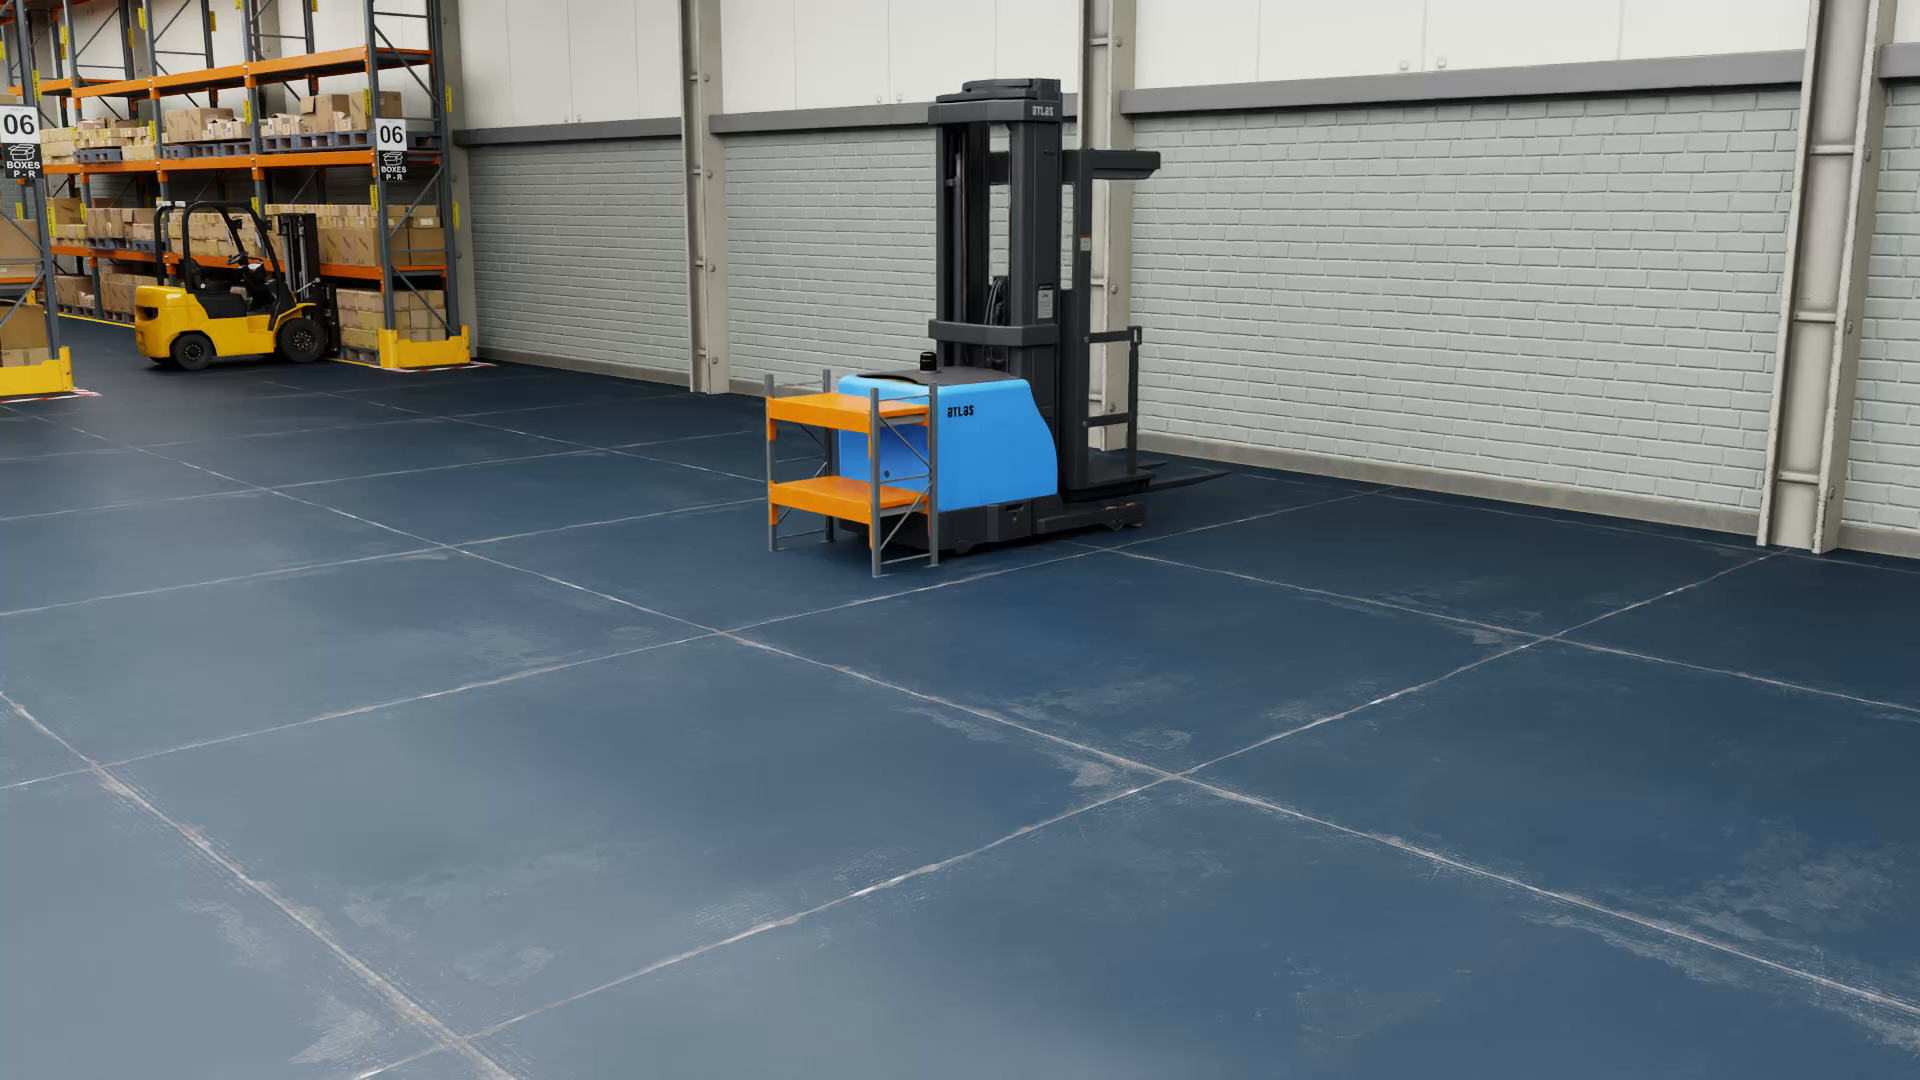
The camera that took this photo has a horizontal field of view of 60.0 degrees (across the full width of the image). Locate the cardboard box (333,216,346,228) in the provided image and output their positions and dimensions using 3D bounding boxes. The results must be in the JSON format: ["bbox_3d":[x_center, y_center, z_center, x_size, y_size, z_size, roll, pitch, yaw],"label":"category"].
[{"bbox_3d":[-8.354,-4.360,22.787,0.250,0.149,0.380,11,16,43],"label":"cardboard box"}]

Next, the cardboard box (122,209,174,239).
[{"bbox_3d":[-13.983,-5.469,28.725,0.637,0.503,0.797,11,16,44],"label":"cardboard box"}]

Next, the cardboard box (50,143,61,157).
[{"bbox_3d":[-16.711,-7.311,31.167,0.500,0.250,0.500,-10,16,-41],"label":"cardboard box"}]

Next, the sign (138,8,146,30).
[{"bbox_3d":[-13.108,-8.358,26.665,0.100,0.325,0.005,-11,16,-43],"label":"sign"}]

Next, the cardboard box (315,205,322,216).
[{"bbox_3d":[-8.822,-4.630,23.358,0.380,0.149,0.250,-11,16,-42],"label":"cardboard box"}]

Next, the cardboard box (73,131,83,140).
[{"bbox_3d":[-15.595,-7.226,29.712,0.380,0.149,0.250,-10,15,-41],"label":"cardboard box"}]

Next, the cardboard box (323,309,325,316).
[{"bbox_3d":[-8.813,-3.184,23.469,0.500,0.250,0.500,-11,16,-43],"label":"cardboard box"}]

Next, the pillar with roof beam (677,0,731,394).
[{"bbox_3d":[-5.996,-5.522,15.415,9.100,9.000,0.400,-11,16,-43],"label":"pillar with roof beam"}]

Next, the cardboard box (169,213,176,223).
[{"bbox_3d":[-12.715,-5.279,27.246,0.380,0.149,0.250,-10,15,-41],"label":"cardboard box"}]

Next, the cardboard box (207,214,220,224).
[{"bbox_3d":[-11.499,-5.012,25.950,0.250,0.149,0.380,11,16,44],"label":"cardboard box"}]

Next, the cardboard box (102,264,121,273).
[{"bbox_3d":[-15.385,-4.948,30.302,0.380,0.149,0.250,-11,16,-44],"label":"cardboard box"}]

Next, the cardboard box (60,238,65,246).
[{"bbox_3d":[-16.940,-5.700,31.766,0.380,0.149,0.250,-11,16,-43],"label":"cardboard box"}]

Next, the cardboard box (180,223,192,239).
[{"bbox_3d":[-12.247,-4.999,26.877,0.500,0.250,0.500,-10,15,-41],"label":"cardboard box"}]

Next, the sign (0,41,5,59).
[{"bbox_3d":[-18.639,-9.527,32.339,0.100,0.325,0.005,-11,16,-43],"label":"sign"}]

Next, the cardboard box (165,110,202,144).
[{"bbox_3d":[-12.398,-6.633,26.704,0.500,0.500,0.500,-11,16,-42],"label":"cardboard box"}]

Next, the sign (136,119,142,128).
[{"bbox_3d":[-15.085,-7.577,30.564,0.100,0.325,0.005,-11,16,-43],"label":"sign"}]

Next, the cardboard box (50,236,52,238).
[{"bbox_3d":[-17.427,-5.989,32.182,0.500,0.250,0.500,-11,16,-44],"label":"cardboard box"}]

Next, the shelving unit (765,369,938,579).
[{"bbox_3d":[-0.673,-0.435,10.237,0.538,1.125,1.048,-11,16,-42],"label":"shelving unit"}]

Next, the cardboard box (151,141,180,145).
[{"bbox_3d":[-13.141,-6.609,27.508,0.380,0.149,0.250,-10,16,-41],"label":"cardboard box"}]

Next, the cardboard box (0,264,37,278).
[{"bbox_3d":[-10.869,-3.096,19.126,0.380,0.149,0.250,-11,16,-42],"label":"cardboard box"}]

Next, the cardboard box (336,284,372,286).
[{"bbox_3d":[-8.779,-3.573,24.114,0.500,0.250,0.500,-11,16,-42],"label":"cardboard box"}]

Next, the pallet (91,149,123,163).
[{"bbox_3d":[-14.366,-6.705,29.055,1.213,0.211,1.003,-11,16,-43],"label":"pallet"}]

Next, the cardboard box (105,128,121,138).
[{"bbox_3d":[-14.489,-7.009,28.661,0.380,0.149,0.250,-11,16,-42],"label":"cardboard box"}]

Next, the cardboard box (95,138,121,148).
[{"bbox_3d":[-14.858,-6.937,29.048,0.380,0.149,0.250,-11,16,-43],"label":"cardboard box"}]

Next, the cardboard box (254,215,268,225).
[{"bbox_3d":[-10.356,-4.802,24.930,0.380,0.149,0.250,-10,15,-41],"label":"cardboard box"}]

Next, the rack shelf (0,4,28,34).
[{"bbox_3d":[-12.166,-6.016,19.604,1.077,0.370,4.000,-11,16,-43],"label":"rack shelf"}]

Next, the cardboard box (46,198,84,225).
[{"bbox_3d":[-17.092,-6.284,31.757,0.500,0.500,0.500,-10,16,-41],"label":"cardboard box"}]

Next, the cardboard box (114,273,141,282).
[{"bbox_3d":[-14.996,-4.728,29.973,0.250,0.149,0.380,11,16,42],"label":"cardboard box"}]

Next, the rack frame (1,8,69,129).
[{"bbox_3d":[-18.247,-9.106,32.809,1.000,3.000,0.127,-11,16,-43],"label":"rack frame"}]

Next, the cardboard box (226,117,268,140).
[{"bbox_3d":[-10.636,-6.168,24.915,0.500,0.311,0.500,11,16,43],"label":"cardboard box"}]

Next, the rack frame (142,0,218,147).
[{"bbox_3d":[-12.722,-7.938,27.142,1.000,3.000,0.127,-11,16,-43],"label":"rack frame"}]

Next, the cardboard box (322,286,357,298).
[{"bbox_3d":[-8.798,-3.426,23.402,0.500,0.250,0.500,-11,16,-44],"label":"cardboard box"}]

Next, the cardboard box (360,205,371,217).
[{"bbox_3d":[-7.790,-4.399,22.239,0.380,0.149,0.250,-11,16,-42],"label":"cardboard box"}]

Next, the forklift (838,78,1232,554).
[{"bbox_3d":[0.642,-1.570,11.268,3.031,2.935,1.130,-10,15,-40],"label":"forklift"}]

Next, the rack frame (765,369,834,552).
[{"bbox_3d":[-1.020,-0.510,10.601,0.500,1.125,0.032,-11,16,-42],"label":"rack frame"}]

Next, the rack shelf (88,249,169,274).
[{"bbox_3d":[-14.103,-4.940,29.236,1.077,0.370,4.000,-11,16,-43],"label":"rack shelf"}]

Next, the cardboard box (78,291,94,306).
[{"bbox_3d":[-16.328,-4.543,31.263,0.396,0.266,0.258,-10,15,-41],"label":"cardboard box"}]

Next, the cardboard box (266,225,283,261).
[{"bbox_3d":[-9.842,-4.364,24.412,0.500,0.500,0.500,11,16,44],"label":"cardboard box"}]

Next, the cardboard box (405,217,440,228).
[{"bbox_3d":[-7.244,-4.285,22.420,0.250,0.149,0.380,11,16,44],"label":"cardboard box"}]

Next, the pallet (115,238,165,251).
[{"bbox_3d":[-14.068,-5.189,29.141,1.003,0.211,1.213,-11,16,-43],"label":"pallet"}]

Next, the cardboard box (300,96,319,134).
[{"bbox_3d":[-8.691,-5.892,23.097,0.797,0.503,0.637,-10,15,-41],"label":"cardboard box"}]

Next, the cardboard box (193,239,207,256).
[{"bbox_3d":[-11.888,-4.679,26.563,0.500,0.250,0.500,11,16,43],"label":"cardboard box"}]

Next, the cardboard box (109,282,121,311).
[{"bbox_3d":[-14.938,-4.387,29.925,0.500,0.500,0.500,-11,16,-43],"label":"cardboard box"}]

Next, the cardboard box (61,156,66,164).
[{"bbox_3d":[-16.458,-7.054,30.907,0.380,0.149,0.250,-11,16,-43],"label":"cardboard box"}]

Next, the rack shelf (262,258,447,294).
[{"bbox_3d":[-8.578,-3.772,23.569,1.077,0.370,4.000,-11,16,-43],"label":"rack shelf"}]

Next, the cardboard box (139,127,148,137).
[{"bbox_3d":[-13.499,-6.830,27.844,0.250,0.149,0.380,11,16,43],"label":"cardboard box"}]

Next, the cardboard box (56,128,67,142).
[{"bbox_3d":[-16.364,-7.483,30.761,0.500,0.250,0.500,-11,16,-43],"label":"cardboard box"}]

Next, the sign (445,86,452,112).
[{"bbox_3d":[-6.792,-5.845,22.052,0.100,0.325,0.005,-11,16,-43],"label":"sign"}]

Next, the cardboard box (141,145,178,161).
[{"bbox_3d":[-13.252,-6.437,27.659,0.500,0.250,0.500,11,16,43],"label":"cardboard box"}]

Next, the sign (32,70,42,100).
[{"bbox_3d":[-10.392,-5.113,18.696,0.100,0.325,0.005,-11,16,-43],"label":"sign"}]

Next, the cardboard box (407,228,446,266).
[{"bbox_3d":[-7.338,-3.992,22.609,0.500,0.500,0.500,-10,15,-41],"label":"cardboard box"}]

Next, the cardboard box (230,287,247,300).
[{"bbox_3d":[-10.858,-3.648,26.028,0.875,0.625,0.625,-11,16,-43],"label":"cardboard box"}]

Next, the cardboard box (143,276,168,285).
[{"bbox_3d":[-13.929,-4.497,28.853,0.380,0.149,0.250,-11,16,-43],"label":"cardboard box"}]

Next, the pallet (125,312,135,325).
[{"bbox_3d":[-14.048,-3.926,29.447,1.003,0.211,1.213,-11,16,-43],"label":"pallet"}]
